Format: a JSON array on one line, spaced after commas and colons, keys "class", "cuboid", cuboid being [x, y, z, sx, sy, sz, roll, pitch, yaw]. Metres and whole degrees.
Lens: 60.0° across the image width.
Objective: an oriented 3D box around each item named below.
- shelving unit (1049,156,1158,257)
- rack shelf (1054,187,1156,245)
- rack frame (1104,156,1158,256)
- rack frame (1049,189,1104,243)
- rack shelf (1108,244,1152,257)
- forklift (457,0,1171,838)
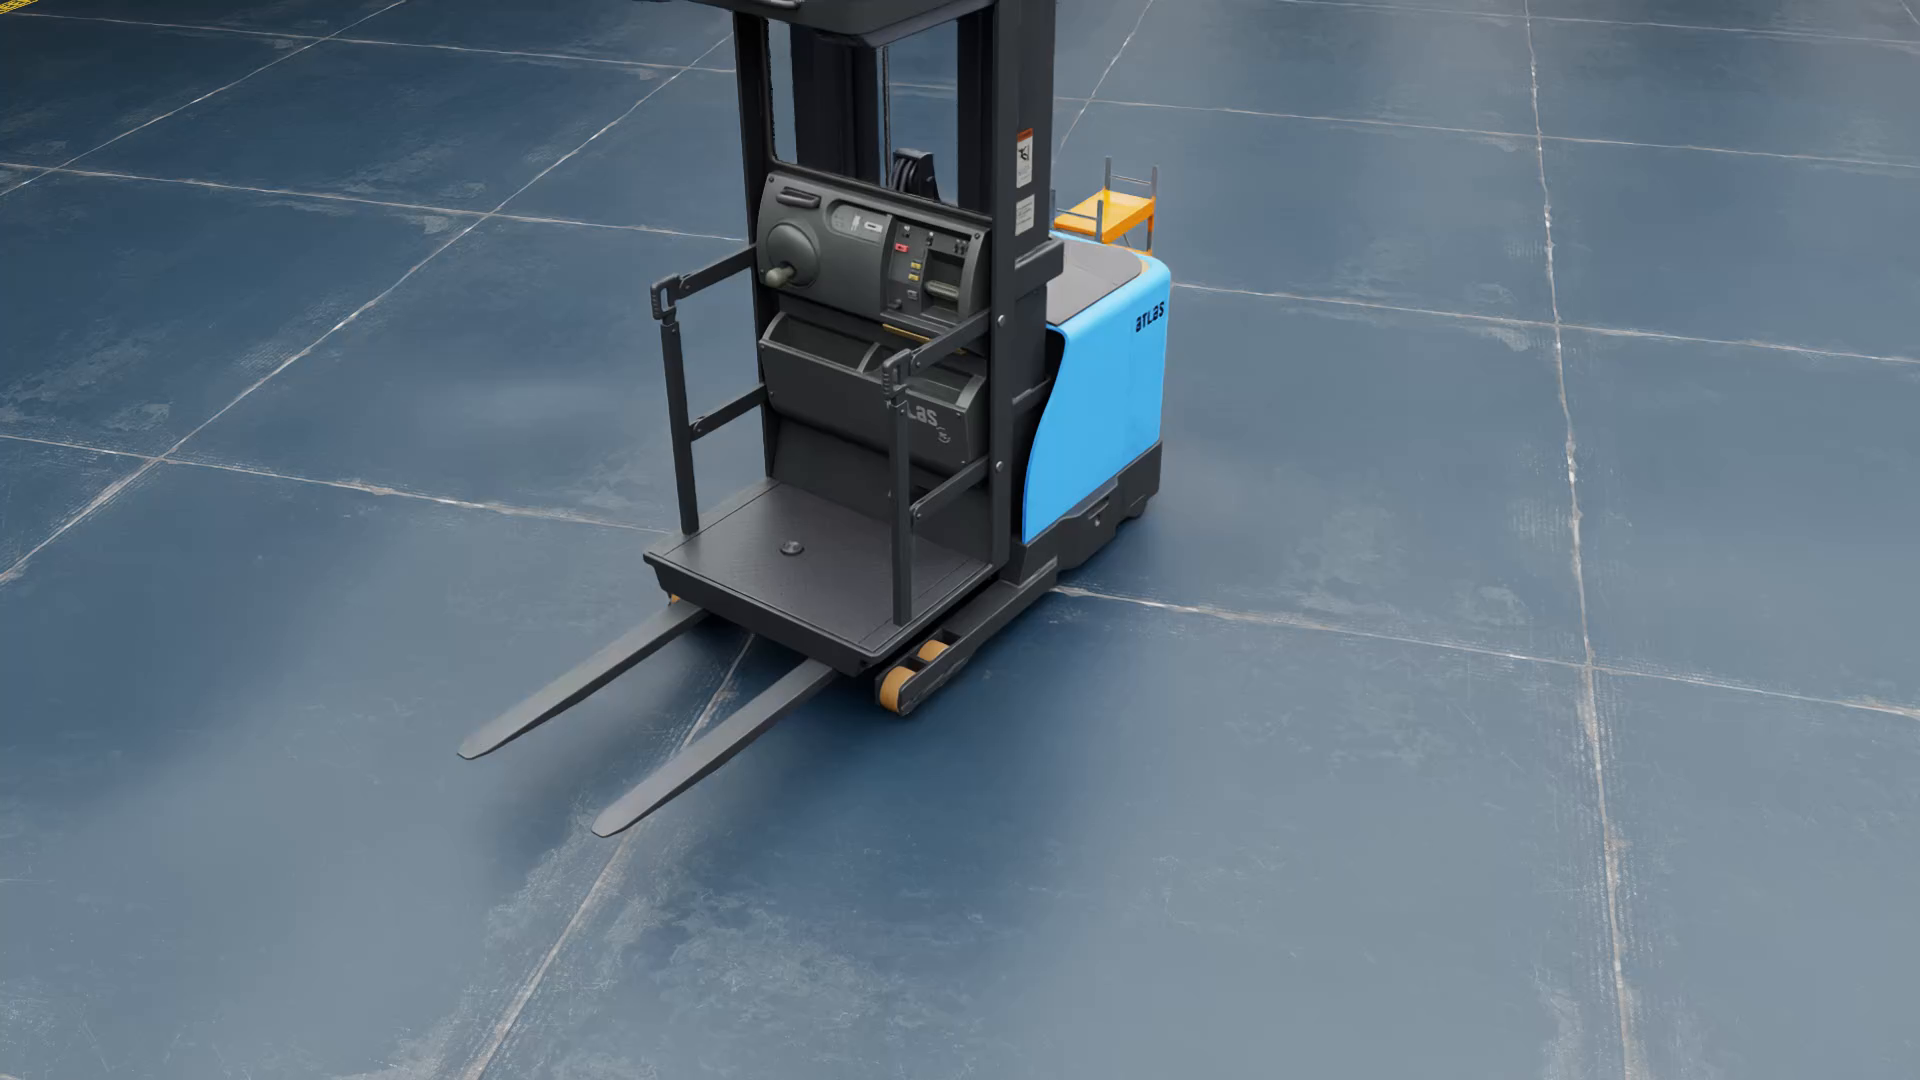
[{"class": "shelving unit", "cuboid": [0.592, -0.984, 7.172, 0.258, 1.200, 0.503, 19, 36, 27]}, {"class": "rack shelf", "cuboid": [0.596, -1.318, 6.965, 0.258, 0.148, 0.480, 19, 36, 27]}, {"class": "rack frame", "cuboid": [0.722, -1.092, 7.348, 0.240, 1.200, 0.015, 19, 36, 27]}, {"class": "rack frame", "cuboid": [0.463, -0.876, 6.995, 0.240, 1.200, 0.015, 19, 36, 27]}, {"class": "rack shelf", "cuboid": [0.594, -1.117, 7.090, 0.258, 0.148, 0.480, 19, 36, 27]}, {"class": "forklift", "cuboid": [-0.438, -0.926, 5.474, 1.130, 2.935, 3.031, 21, 38, 30]}]
